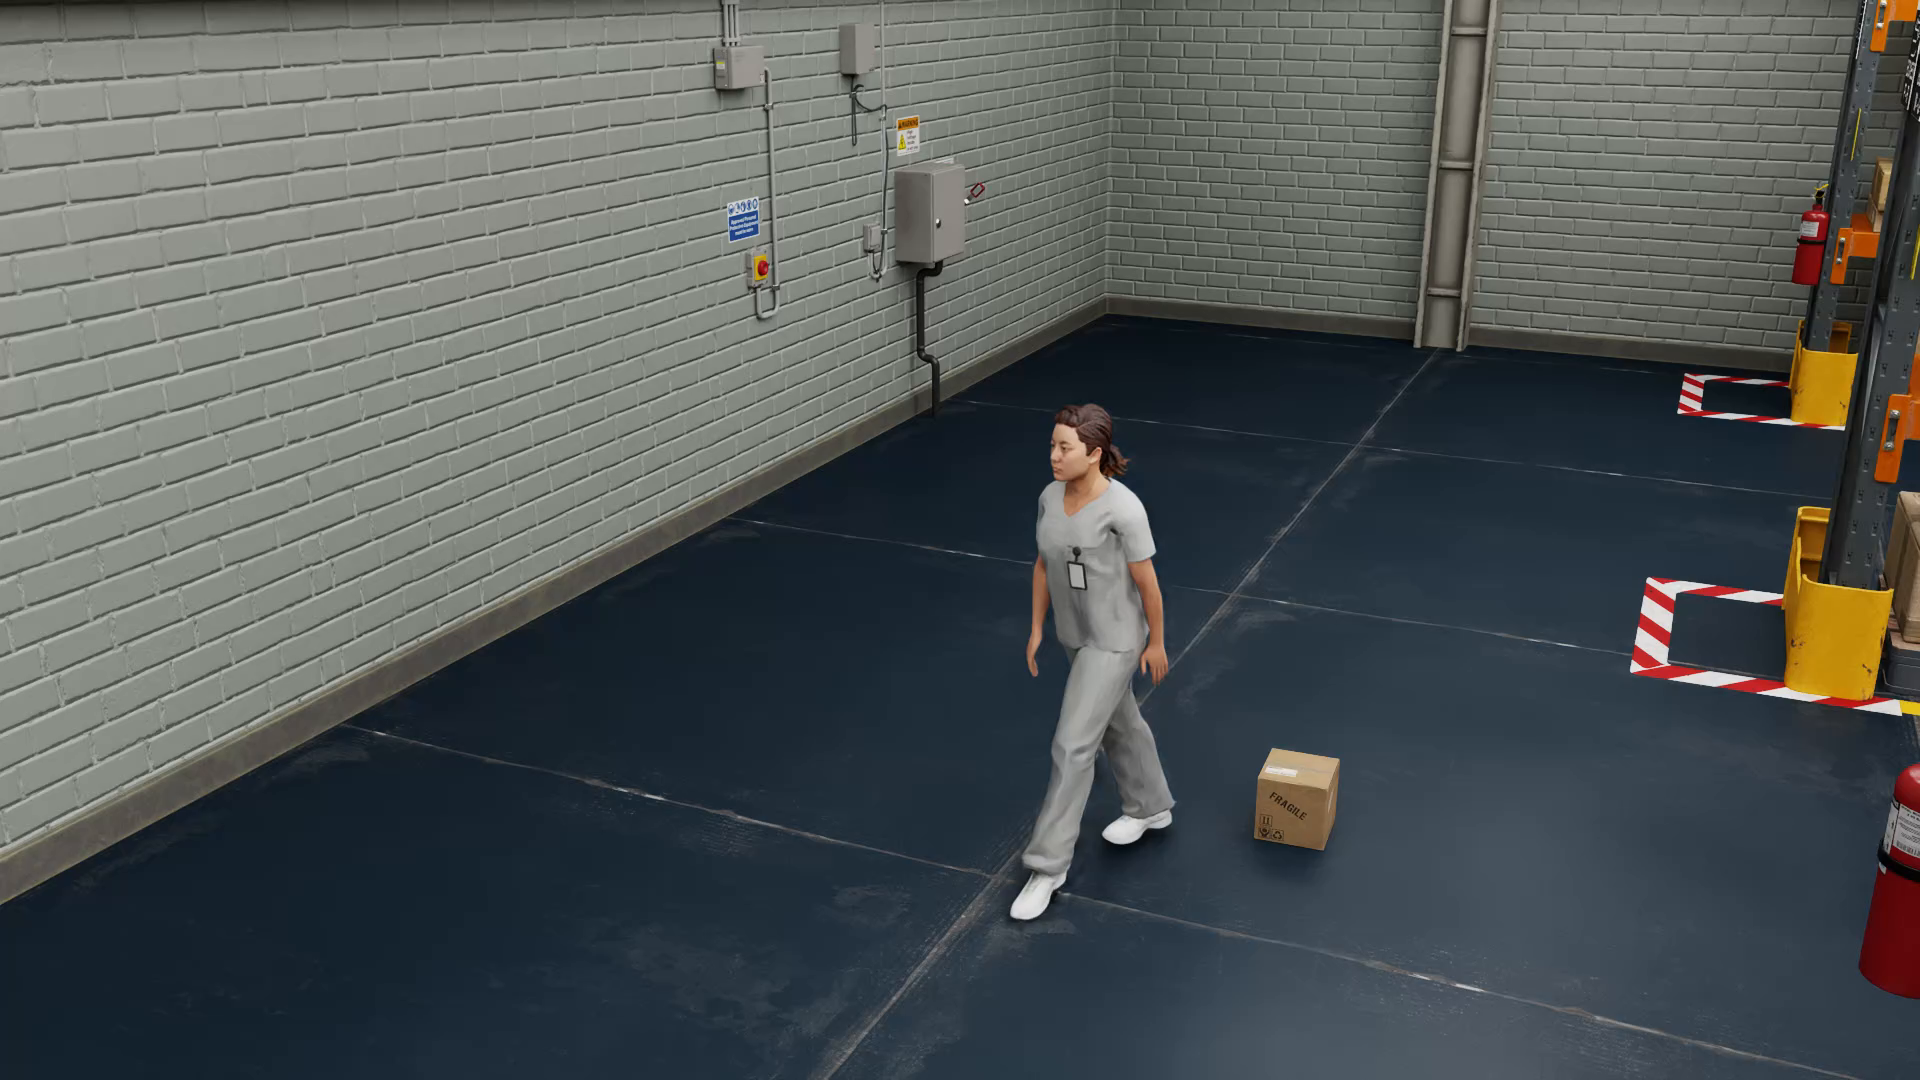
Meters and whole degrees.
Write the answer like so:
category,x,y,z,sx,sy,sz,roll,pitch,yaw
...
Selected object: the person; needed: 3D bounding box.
category,x,y,z,sx,sy,sz,roll,pitch,yaw
person,0.410,0.346,5.573,0.844,1.647,0.454,-13,23,-32
